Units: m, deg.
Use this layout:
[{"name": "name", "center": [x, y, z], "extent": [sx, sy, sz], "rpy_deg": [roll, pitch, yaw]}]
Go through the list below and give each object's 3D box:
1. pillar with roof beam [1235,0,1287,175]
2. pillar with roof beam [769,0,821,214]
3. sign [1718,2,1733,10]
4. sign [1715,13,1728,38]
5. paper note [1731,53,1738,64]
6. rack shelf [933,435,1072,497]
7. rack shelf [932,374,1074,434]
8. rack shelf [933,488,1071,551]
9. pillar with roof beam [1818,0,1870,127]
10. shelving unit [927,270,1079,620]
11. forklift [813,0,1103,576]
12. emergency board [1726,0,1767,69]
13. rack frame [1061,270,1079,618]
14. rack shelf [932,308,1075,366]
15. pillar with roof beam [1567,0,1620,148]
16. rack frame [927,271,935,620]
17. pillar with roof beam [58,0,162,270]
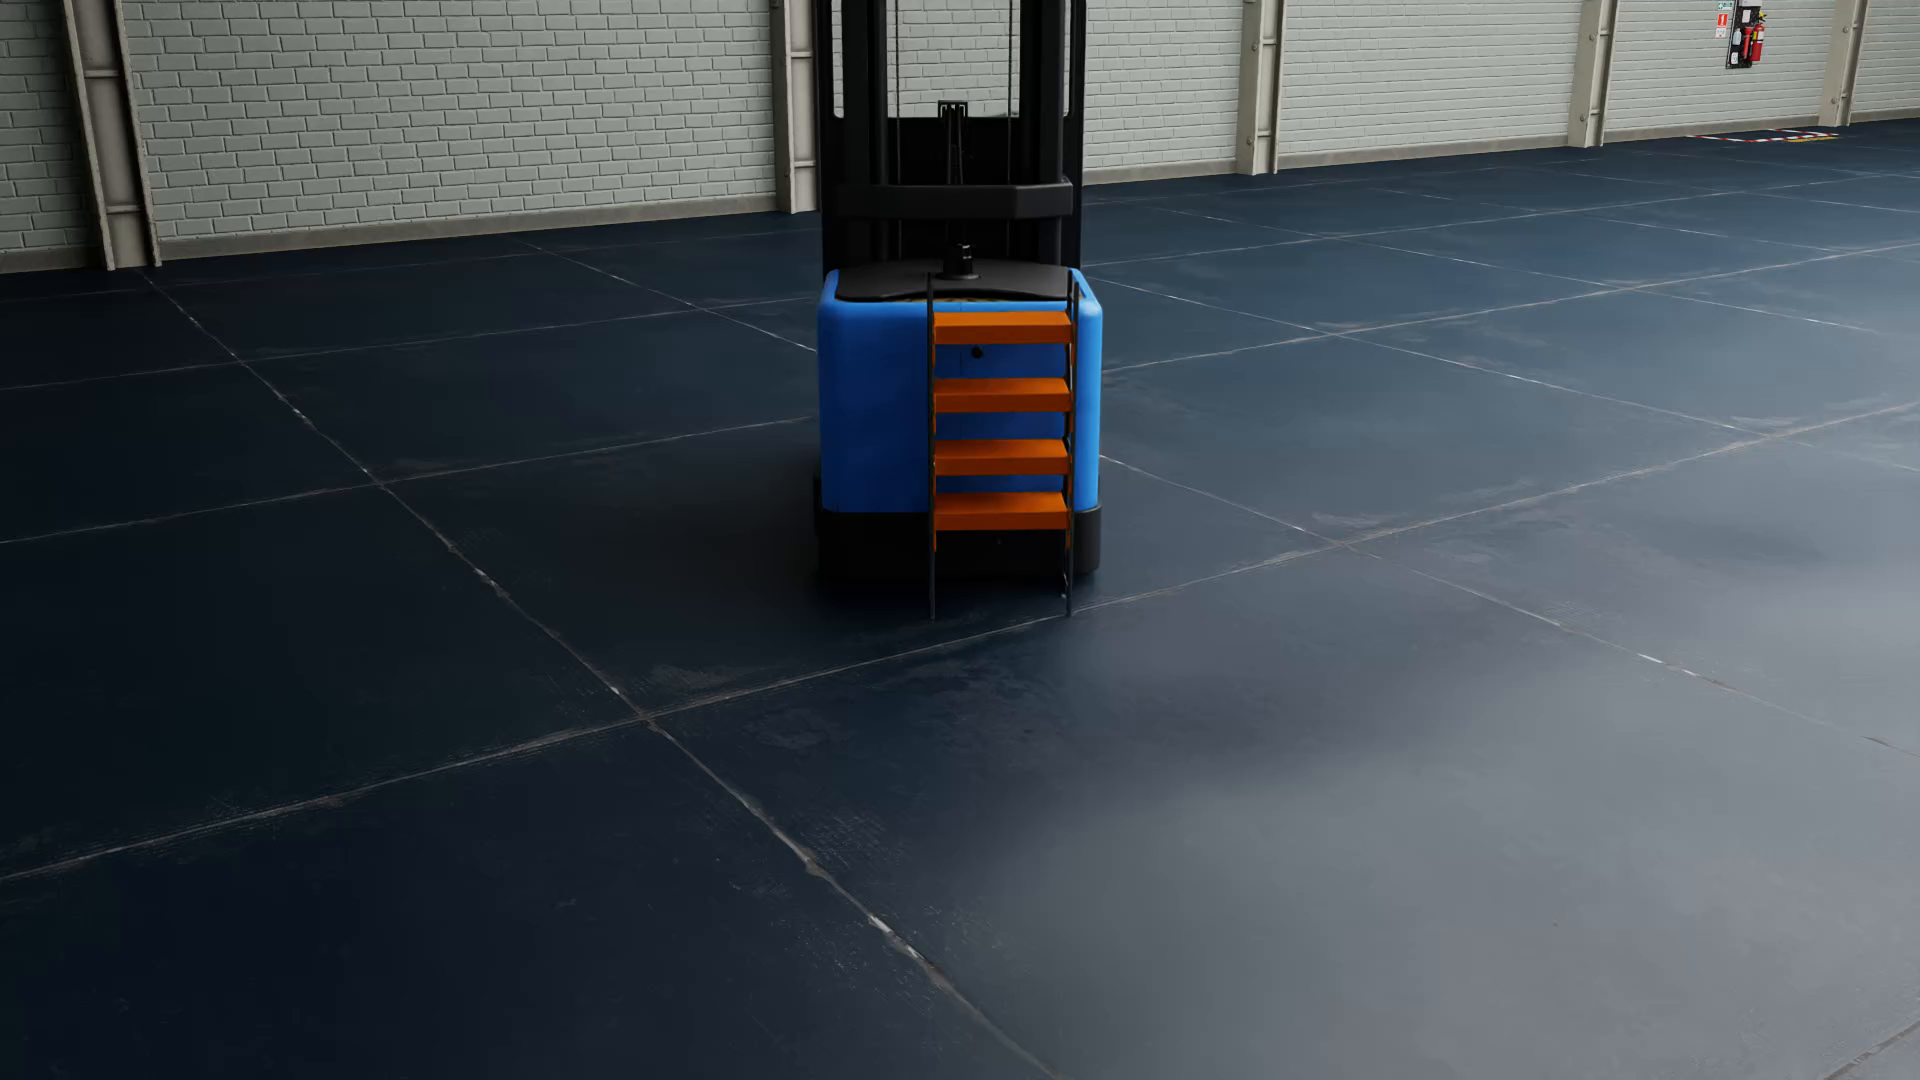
[{"name": "pillar with roof beam", "center": [5.824, -7.401, 14.587], "extent": [0.400, 9.000, 9.100], "rpy_deg": [-12, 22, -31]}, {"name": "pillar with roof beam", "center": [0.813, -6.345, 11.461], "extent": [0.400, 9.000, 9.100], "rpy_deg": [-12, 22, -31]}, {"name": "sign", "center": [10.884, -7.596, 23.647], "extent": [0.331, 0.109, 0.001], "rpy_deg": [-12, 22, -31]}, {"name": "sign", "center": [10.875, -7.347, 23.737], "extent": [0.234, 0.329, 0.001], "rpy_deg": [-12, 22, -31]}, {"name": "paper note", "center": [11.208, -6.970, 24.052], "extent": [0.142, 0.148, 0.016], "rpy_deg": [-12, 22, -31]}, {"name": "rack shelf", "center": [0.142, -0.262, 5.856], "extent": [0.480, 0.148, 0.258], "rpy_deg": [-1, 19, -2]}, {"name": "rack shelf", "center": [0.142, -0.474, 5.785], "extent": [0.480, 0.148, 0.258], "rpy_deg": [-1, 19, -2]}, {"name": "rack shelf", "center": [0.142, -0.074, 5.920], "extent": [0.480, 0.148, 0.258], "rpy_deg": [-1, 19, -2]}, {"name": "pillar with roof beam", "center": [15.846, -9.515, 20.839], "extent": [0.400, 9.000, 9.100], "rpy_deg": [-12, 22, -31]}, {"name": "shelving unit", "center": [0.142, -0.326, 5.835], "extent": [0.503, 1.200, 0.258], "rpy_deg": [-1, 19, -2]}, {"name": "forklift", "center": [-0.043, -1.676, 7.124], "extent": [1.130, 2.935, 3.031], "rpy_deg": [-1, 19, -2]}, {"name": "emergency board", "center": [11.393, -7.400, 23.949], "extent": [0.643, 1.169, 0.194], "rpy_deg": [-12, 22, -31]}, {"name": "rack frame", "center": [0.385, -0.329, 5.844], "extent": [0.015, 1.200, 0.240], "rpy_deg": [-1, 19, -2]}, {"name": "rack shelf", "center": [0.142, -0.698, 5.709], "extent": [0.480, 0.148, 0.258], "rpy_deg": [-1, 19, -2]}, {"name": "pillar with roof beam", "center": [10.835, -8.458, 17.713], "extent": [0.400, 9.000, 9.100], "rpy_deg": [-12, 22, -31]}, {"name": "rack frame", "center": [-0.102, -0.323, 5.826], "extent": [0.015, 1.200, 0.240], "rpy_deg": [-1, 19, -2]}, {"name": "pillar with roof beam", "center": [-4.198, -5.288, 8.335], "extent": [0.400, 9.000, 9.100], "rpy_deg": [-12, 22, -31]}]
